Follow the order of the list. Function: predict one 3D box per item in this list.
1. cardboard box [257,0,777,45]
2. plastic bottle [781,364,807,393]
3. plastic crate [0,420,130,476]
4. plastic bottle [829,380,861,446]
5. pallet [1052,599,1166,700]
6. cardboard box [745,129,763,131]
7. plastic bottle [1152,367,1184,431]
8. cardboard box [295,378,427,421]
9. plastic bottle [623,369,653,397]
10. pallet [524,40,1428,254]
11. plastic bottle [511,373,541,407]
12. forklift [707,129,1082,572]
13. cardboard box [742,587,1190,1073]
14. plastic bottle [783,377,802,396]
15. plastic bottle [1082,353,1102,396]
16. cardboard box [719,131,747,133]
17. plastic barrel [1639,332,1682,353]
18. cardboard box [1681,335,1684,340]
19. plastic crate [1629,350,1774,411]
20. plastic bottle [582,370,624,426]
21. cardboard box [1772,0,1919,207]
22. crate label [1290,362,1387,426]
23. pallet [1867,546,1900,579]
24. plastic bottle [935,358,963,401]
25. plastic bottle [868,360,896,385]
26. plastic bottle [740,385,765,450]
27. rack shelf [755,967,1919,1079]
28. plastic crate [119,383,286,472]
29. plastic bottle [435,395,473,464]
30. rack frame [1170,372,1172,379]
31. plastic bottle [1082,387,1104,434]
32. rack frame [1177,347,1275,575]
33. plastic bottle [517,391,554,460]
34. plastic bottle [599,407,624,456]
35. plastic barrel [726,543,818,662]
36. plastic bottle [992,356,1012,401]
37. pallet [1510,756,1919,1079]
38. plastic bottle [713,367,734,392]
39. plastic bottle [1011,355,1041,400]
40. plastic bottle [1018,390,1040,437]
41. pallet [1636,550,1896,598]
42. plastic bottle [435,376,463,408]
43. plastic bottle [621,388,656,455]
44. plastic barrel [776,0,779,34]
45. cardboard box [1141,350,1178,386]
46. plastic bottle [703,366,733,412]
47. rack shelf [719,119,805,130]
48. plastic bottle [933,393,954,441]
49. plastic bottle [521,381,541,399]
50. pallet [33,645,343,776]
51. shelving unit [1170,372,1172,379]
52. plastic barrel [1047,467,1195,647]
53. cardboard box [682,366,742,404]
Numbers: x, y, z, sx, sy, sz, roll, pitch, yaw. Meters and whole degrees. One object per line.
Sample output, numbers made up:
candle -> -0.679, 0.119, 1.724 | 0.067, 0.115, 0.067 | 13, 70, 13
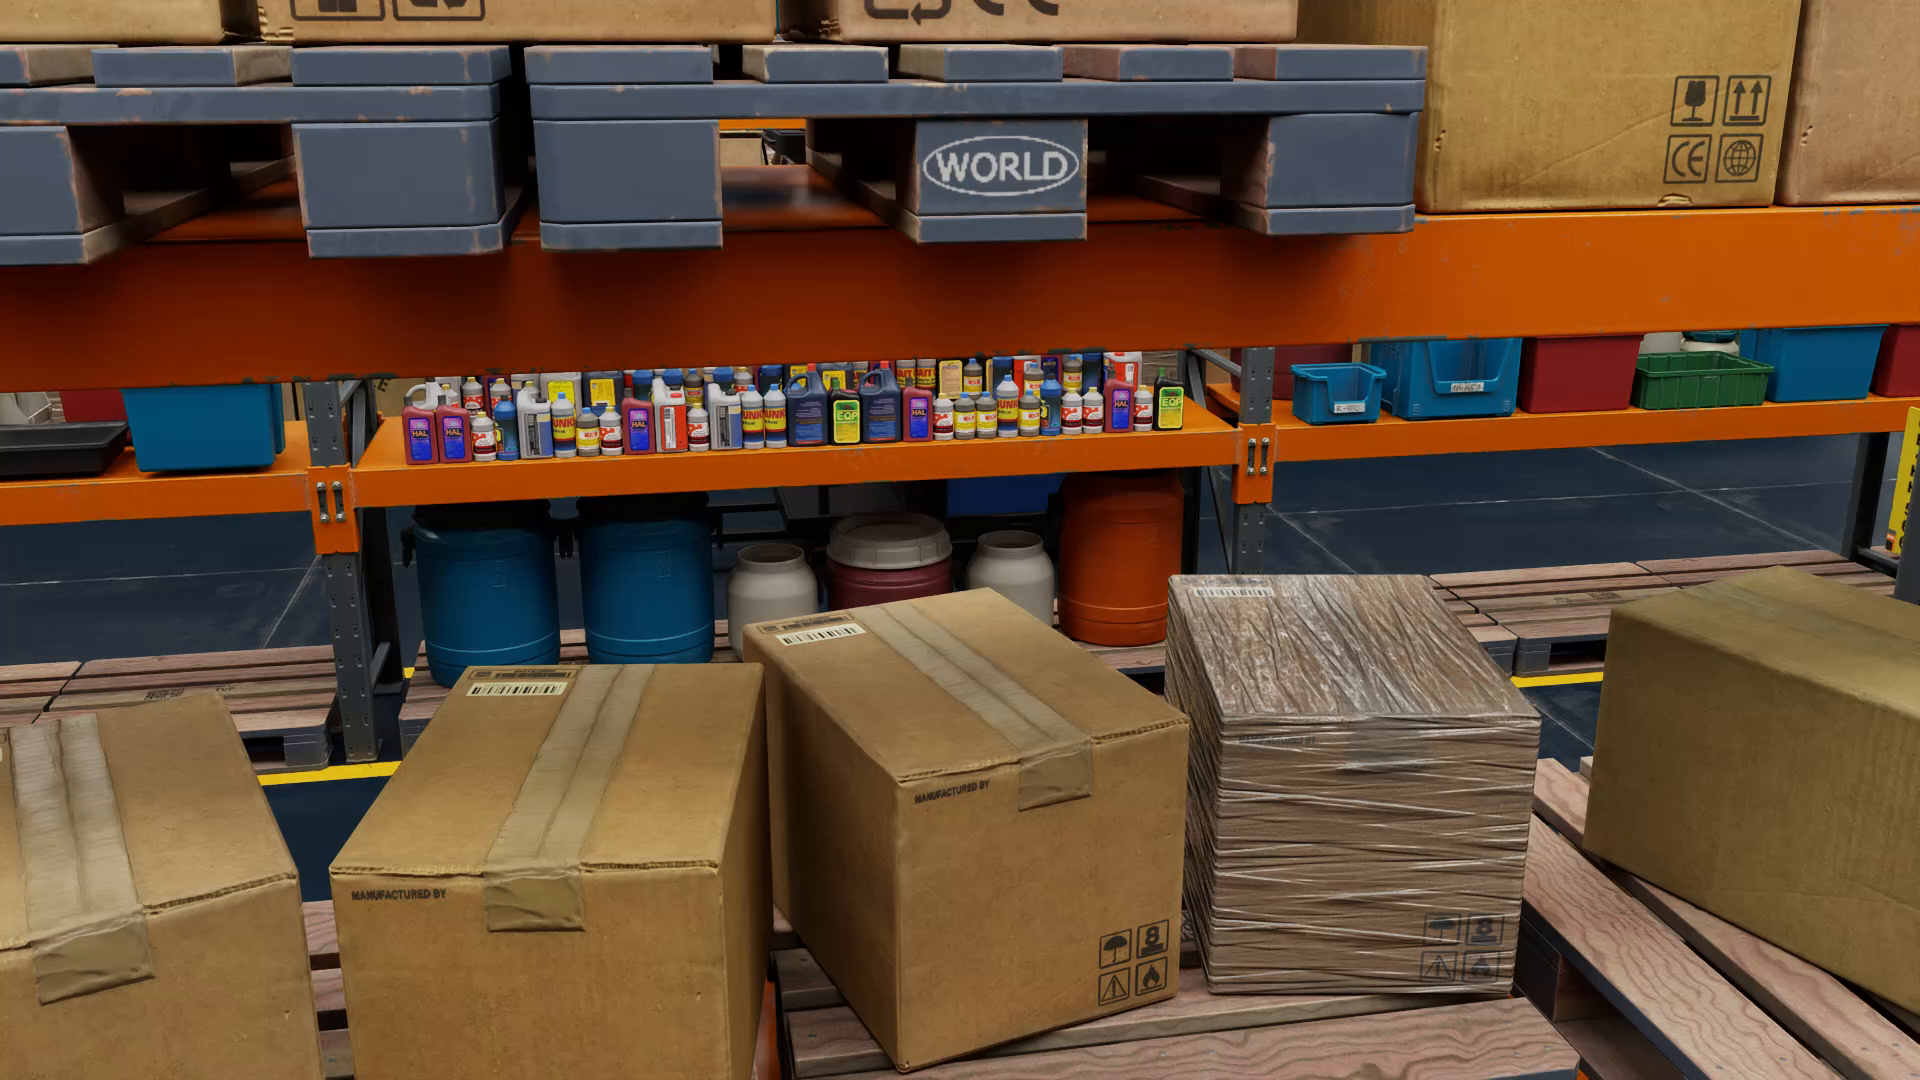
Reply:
cardboard box -> -0.578, -0.966, 2.182 | 0.600, 0.600, 0.600 | -3, 17, -11
plastic bottle -> -0.753, -0.796, 7.879 | 0.185, 0.351, 0.144 | -3, 17, -10
plastic crate -> -3.723, -0.370, 6.775 | 0.590, 0.125, 0.437 | -3, 17, -10
plastic bottle -> -0.498, -0.553, 7.202 | 0.133, 0.283, 0.061 | -3, 17, -10
pallet -> 0.486, 0.553, 8.151 | 1.213, 0.211, 1.003 | -3, 17, -10
cardboard box -> -2.527, -5.511, 21.272 | 0.500, 0.500, 0.500 | -3, 17, -9
plastic bottle -> 0.936, -0.634, 7.467 | 0.133, 0.283, 0.061 | -3, 17, -10
cardboard box -> -4.278, -1.212, 12.053 | 0.875, 0.875, 0.875 | -3, 17, -10
plastic bottle -> -1.495, -0.717, 7.749 | 0.135, 0.276, 0.152 | -3, 17, -10
pallet -> -0.067, -0.604, 2.379 | 1.003, 0.211, 1.213 | -3, 17, -10
plastic bottle -> -1.990, -0.689, 7.658 | 0.135, 0.276, 0.152 | -3, 17, -10
forklift -> -0.618, -1.365, 9.765 | 3.031, 2.935, 1.130 | -3, 17, -11
cardboard box -> -0.016, 0.450, 2.851 | 0.500, 0.500, 0.700 | -8, 19, -24
plastic bottle -> -0.728, -0.583, 7.320 | 0.097, 0.271, 0.097 | 0, 17, 0
plastic bottle -> 0.647, -0.845, 8.172 | 0.097, 0.271, 0.097 | 0, 17, 0
cardboard box -> -2.996, -5.123, 21.288 | 0.500, 0.250, 0.500 | -4, 17, -12
plastic barrel -> 3.479, -1.093, 8.529 | 0.433, 0.535, 0.433 | 0, 17, 0
cardboard box -> 5.796, -1.594, 13.936 | 0.500, 0.500, 0.500 | -5, 18, -15
plastic crate -> 3.524, -0.779, 8.100 | 0.662, 0.188, 0.450 | -3, 17, -10
plastic bottle -> -1.626, -0.704, 7.578 | 0.185, 0.351, 0.144 | -3, 17, -10
cardboard box -> 1.266, -0.827, 2.616 | 0.500, 0.500, 0.910 | -3, 17, -10
crate label -> 1.737, -0.671, 7.673 | 0.416, 0.233, 0.303 | -3, 17, -10
pallet -> 5.847, 0.249, 9.141 | 1.213, 0.211, 1.003 | -3, 17, -10
plastic bottle -> -0.055, -0.816, 8.059 | 0.133, 0.283, 0.061 | -3, 17, -10
plastic bottle -> -0.377, -0.798, 7.999 | 0.133, 0.283, 0.061 | -3, 17, -10
plastic bottle -> -0.892, -0.530, 7.149 | 0.097, 0.271, 0.097 | 0, 17, 0
rack shelf -> 0.225, 1.048, 3.017 | 4.000, 0.370, 1.077 | -3, 17, -10
plastic crate -> -3.069, -0.510, 6.787 | 0.575, 0.384, 0.392 | -3, 17, -10
plastic bottle -> -2.103, -0.462, 6.906 | 0.133, 0.283, 0.061 | -3, 17, -10
rack frame -> 1.257, -0.518, 10.176 | 0.008, 1.050, 0.200 | -6, 14, -16
plastic bottle -> 0.593, -0.581, 7.434 | 0.097, 0.201, 0.097 | 0, 17, 0
rack frame -> 1.253, -0.836, 7.924 | 0.127, 3.000, 1.000 | -3, 17, -10
plastic bottle -> -1.789, -0.490, 7.009 | 0.135, 0.276, 0.152 | -3, 17, -10
plastic bottle -> -1.479, -0.464, 7.051 | 0.097, 0.201, 0.097 | 0, 17, 0
plastic barrel -> -0.871, 0.305, 7.732 | 0.421, 0.512, 0.421 | 0, 17, 0
plastic bottle -> 0.205, -0.801, 8.031 | 0.097, 0.271, 0.097 | 0, 17, 0
pallet -> 1.536, 0.742, 3.114 | 1.003, 0.211, 1.213 | -3, 17, -10
plastic bottle -> -1.094, -0.700, 7.703 | 0.097, 0.271, 0.097 | 0, 17, 0
plastic bottle -> 0.312, -0.820, 8.083 | 0.135, 0.276, 0.152 | -3, 17, -10
plastic bottle -> 0.306, -0.565, 7.381 | 0.097, 0.201, 0.097 | 0, 17, 0
pallet -> 4.416, 0.329, 8.880 | 1.213, 0.211, 1.003 | -3, 17, -10
plastic bottle -> -2.349, -0.669, 7.592 | 0.135, 0.276, 0.152 | -3, 17, -10
plastic bottle -> -1.362, -0.504, 7.043 | 0.133, 0.283, 0.061 | -3, 17, -10
plastic barrel -> -1.028, -2.626, 7.076 | 0.708, 0.901, 0.600 | -3, 17, -10
cardboard box -> 1.509, -1.357, 13.128 | 0.500, 0.500, 0.700 | -5, 18, -15
plastic bottle -> -1.135, -0.738, 7.816 | 0.135, 0.276, 0.152 | -3, 17, -10
rack shelf -> -0.711, -1.814, 7.226 | 4.000, 0.370, 1.077 | -3, 17, -10
plastic bottle -> -0.076, -0.543, 7.310 | 0.097, 0.201, 0.097 | 0, 17, 0
plastic bottle -> -1.949, -0.619, 7.555 | 0.097, 0.201, 0.097 | 0, 17, 0
pallet -> -3.389, 0.772, 7.438 | 1.213, 0.211, 1.003 | -3, 17, -10
shelving unit -> 1.140, -0.506, 10.142 | 0.252, 1.050, 0.215 | -6, 14, -16
plastic barrel -> 0.775, 0.033, 8.076 | 0.708, 0.830, 0.600 | -3, 17, -10
cardboard box -> -2.113, -1.317, 12.395 | 0.875, 0.875, 1.225 | -4, 17, -12
